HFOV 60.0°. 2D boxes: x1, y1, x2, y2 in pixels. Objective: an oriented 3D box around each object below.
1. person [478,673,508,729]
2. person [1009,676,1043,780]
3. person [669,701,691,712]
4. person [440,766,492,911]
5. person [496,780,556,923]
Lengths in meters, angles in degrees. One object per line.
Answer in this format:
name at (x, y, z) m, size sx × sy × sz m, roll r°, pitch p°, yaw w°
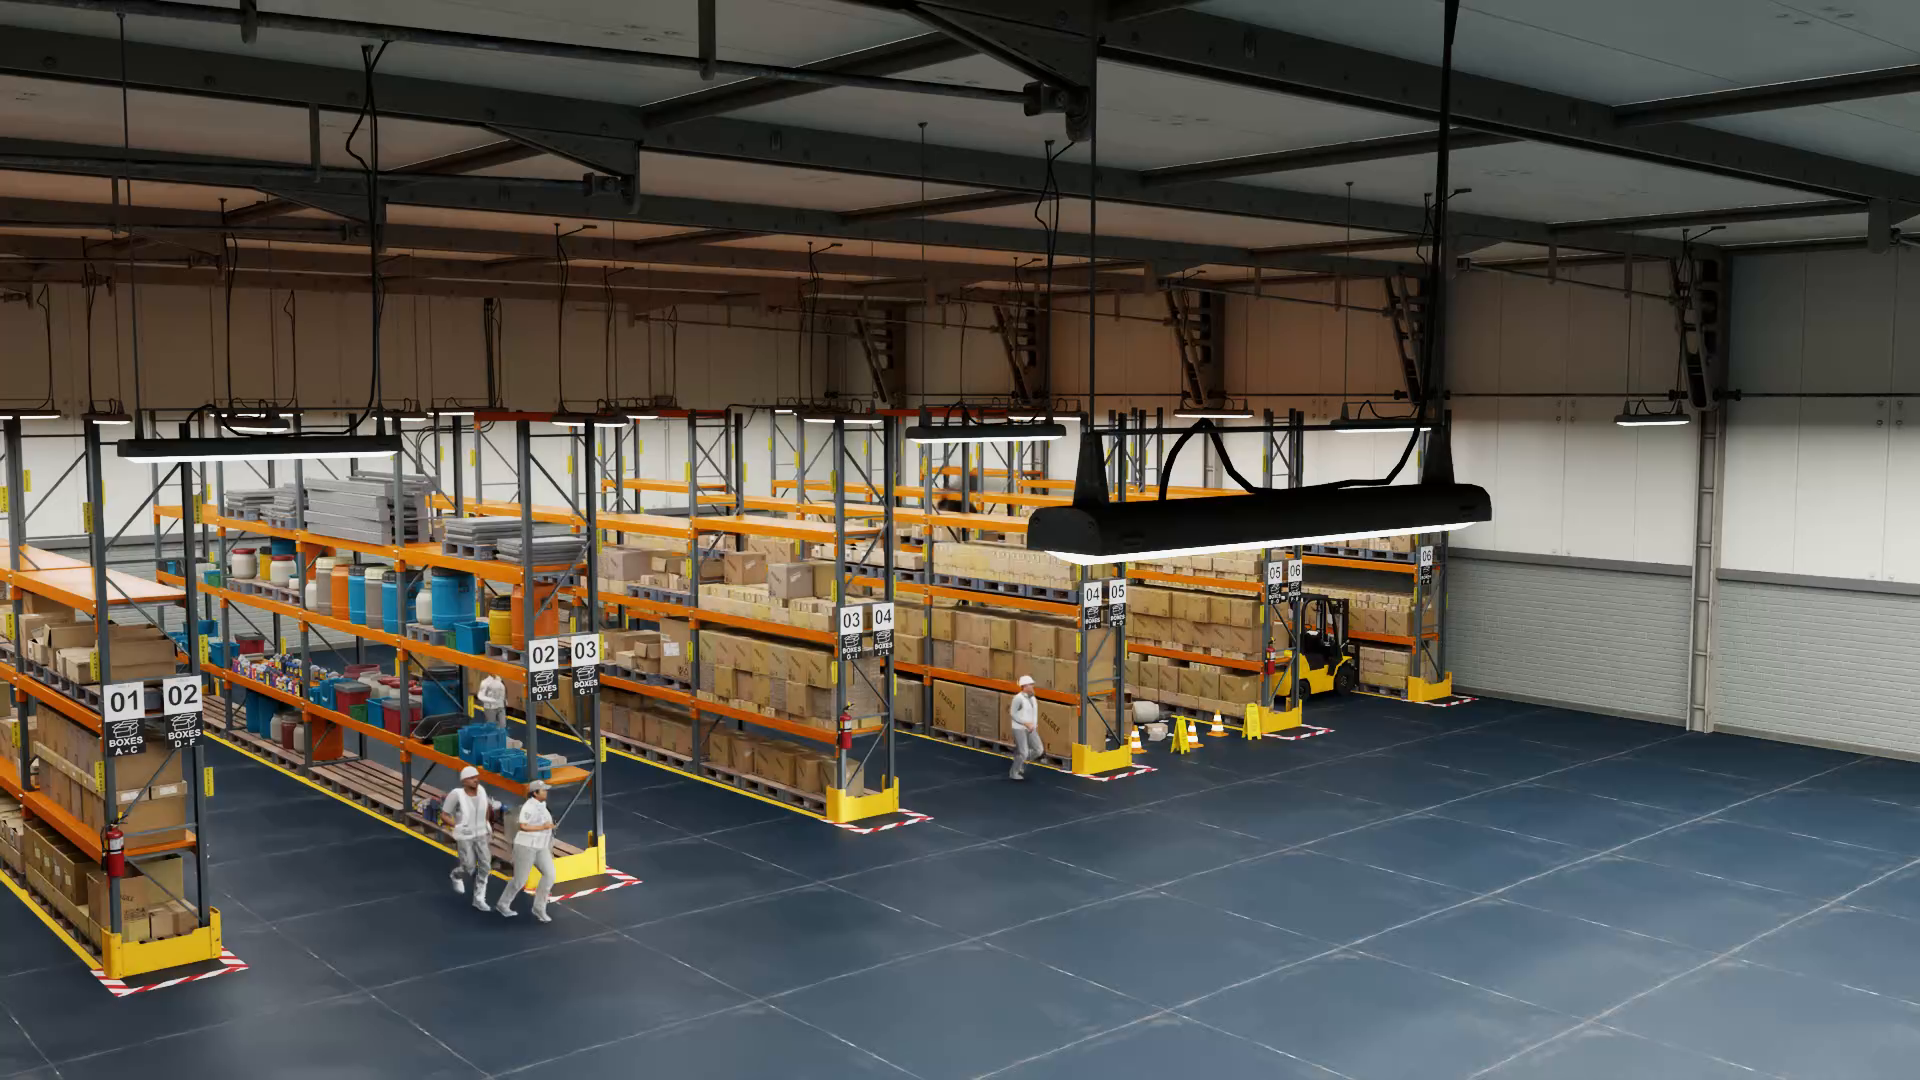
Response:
person at (-8.124, 2.938, 29.011) m, size 0.890 × 1.664 × 0.618 m, roll 4°, pitch 6°, yaw 37°
person at (1.108, 3.074, 27.275) m, size 0.535 × 1.706 × 0.710 m, roll 4°, pitch 7°, yaw 41°
person at (-5.337, 2.677, 32.174) m, size 0.602 × 1.682 × 0.664 m, roll 5°, pitch 7°, yaw 42°
person at (-6.067, 3.664, 20.554) m, size 0.734 × 1.766 × 0.720 m, roll 5°, pitch 7°, yaw 43°
person at (-5.196, 3.758, 20.162) m, size 0.708 × 1.694 × 0.638 m, roll 2°, pitch 5°, yaw 18°
